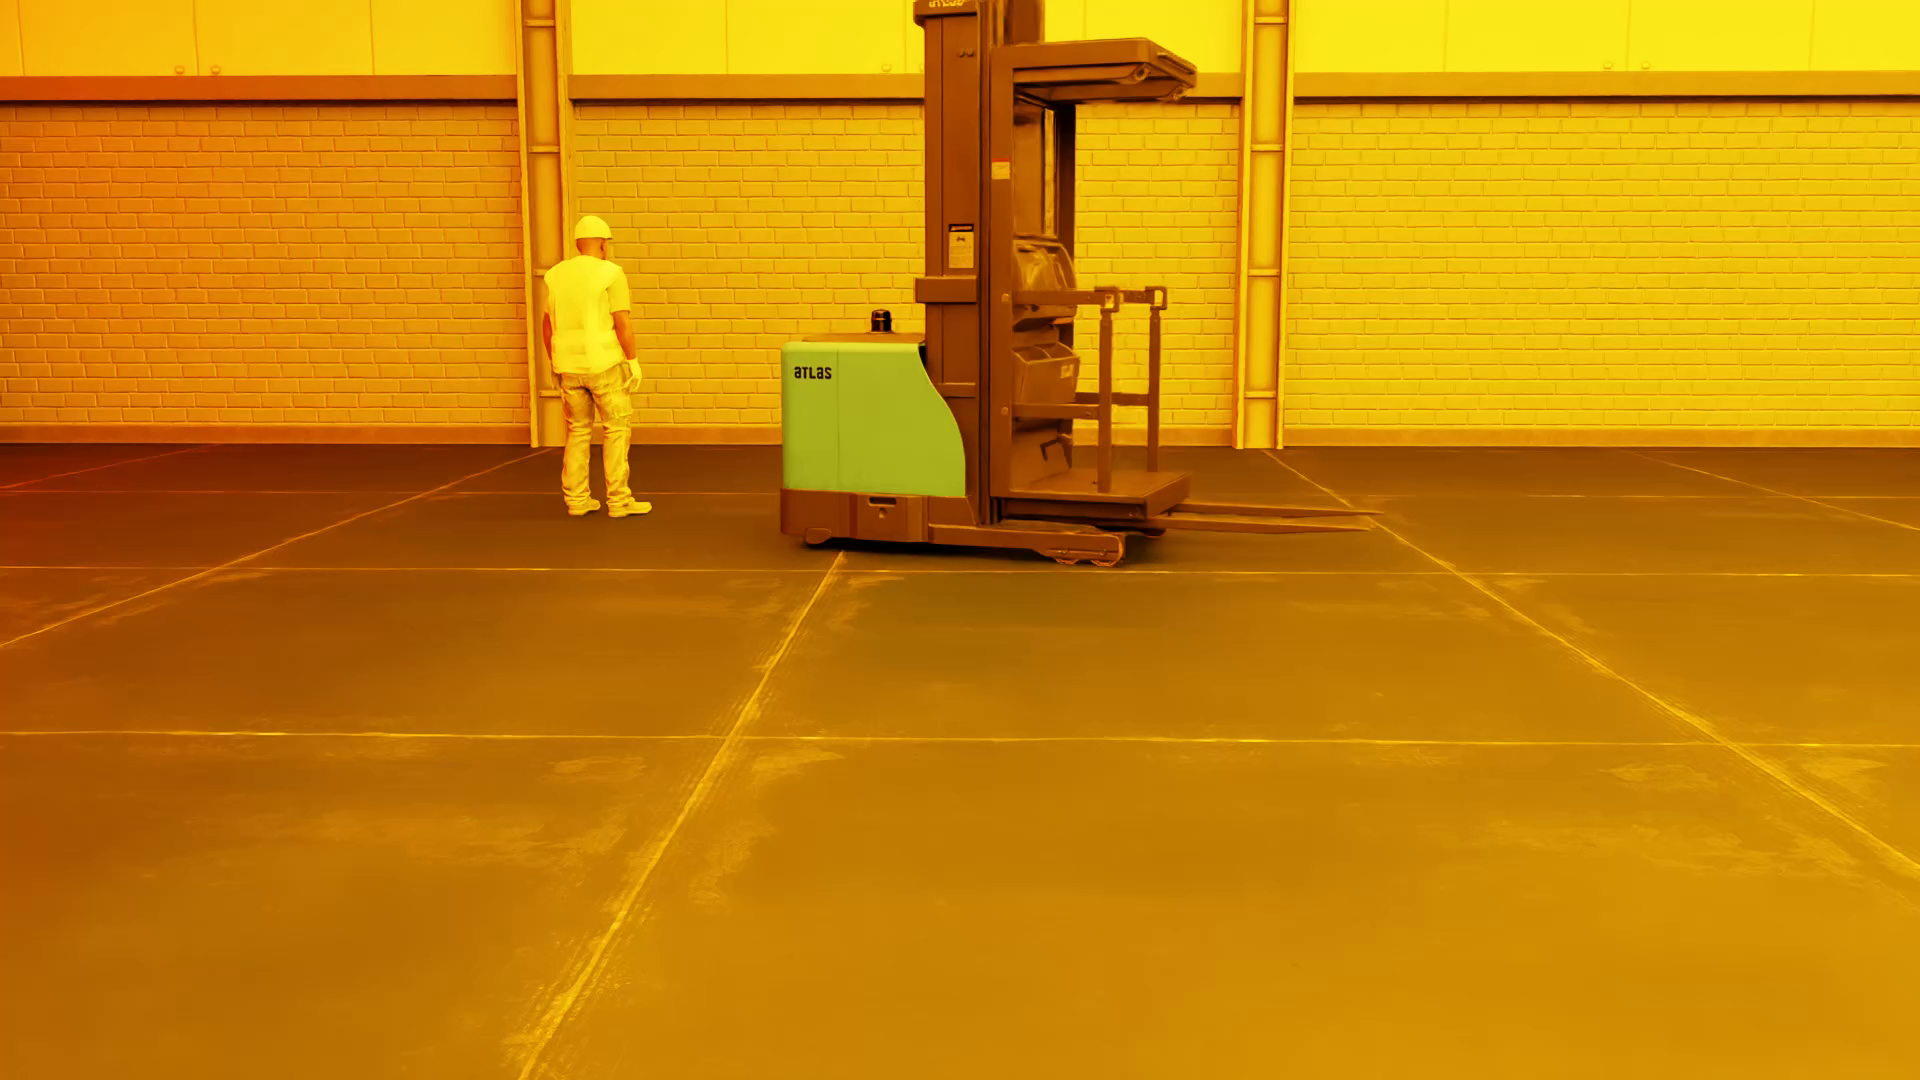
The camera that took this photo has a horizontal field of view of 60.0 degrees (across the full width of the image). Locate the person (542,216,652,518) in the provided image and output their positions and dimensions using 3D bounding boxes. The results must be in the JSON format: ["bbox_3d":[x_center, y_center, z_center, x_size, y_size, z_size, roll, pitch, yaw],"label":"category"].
[{"bbox_3d":[-2.179,-1.031,9.898,0.617,1.772,0.453,3,9,22],"label":"person"}]

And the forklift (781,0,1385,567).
[{"bbox_3d":[0.627,-1.405,8.493,3.031,2.935,1.130,3,9,20],"label":"forklift"}]
